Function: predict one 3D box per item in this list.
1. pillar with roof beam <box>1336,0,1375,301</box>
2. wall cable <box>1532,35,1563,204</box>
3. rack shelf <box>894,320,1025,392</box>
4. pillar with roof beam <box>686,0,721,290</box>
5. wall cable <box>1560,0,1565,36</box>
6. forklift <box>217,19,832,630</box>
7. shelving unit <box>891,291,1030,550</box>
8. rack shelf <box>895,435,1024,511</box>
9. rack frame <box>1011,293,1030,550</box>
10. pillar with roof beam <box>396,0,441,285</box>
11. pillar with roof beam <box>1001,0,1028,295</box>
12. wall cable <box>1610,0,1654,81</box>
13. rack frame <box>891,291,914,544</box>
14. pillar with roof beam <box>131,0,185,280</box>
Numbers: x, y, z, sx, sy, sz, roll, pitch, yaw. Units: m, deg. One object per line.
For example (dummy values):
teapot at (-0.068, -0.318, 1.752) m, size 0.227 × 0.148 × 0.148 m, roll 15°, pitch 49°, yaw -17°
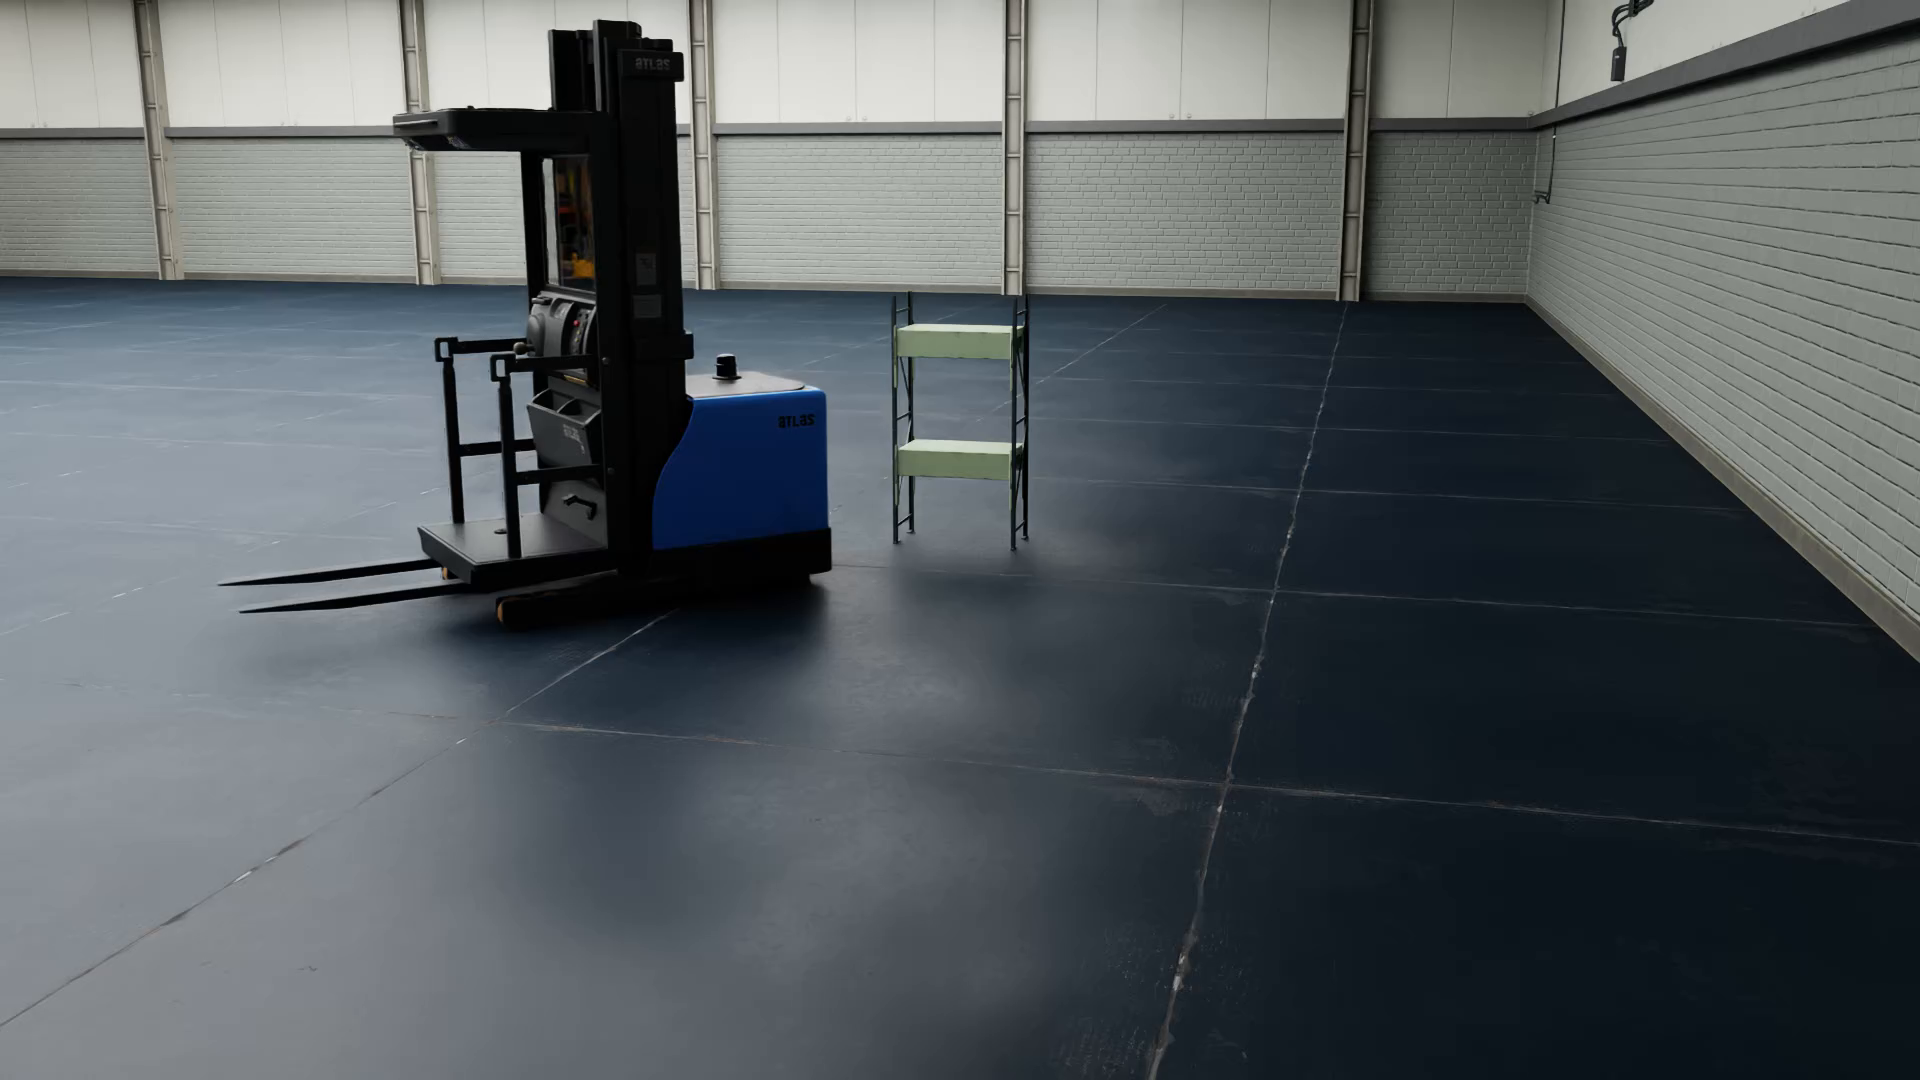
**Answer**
pillar with roof beam at (5.778, -7.697, 24.149) m, size 0.400 × 9.000 × 9.100 m, roll 3°, pitch 13°, yaw 14°
wall cable at (9.353, -6.655, 26.624) m, size 0.112 × 2.526 × 3.097 m, roll 3°, pitch 13°, yaw 14°
rack shelf at (0.006, -1.113, 9.985) m, size 0.720 × 0.370 × 0.431 m, roll 3°, pitch 13°, yaw 14°
pillar with roof beam at (-5.873, -8.320, 26.956) m, size 0.400 × 9.000 × 9.100 m, roll 3°, pitch 13°, yaw 14°
wall cable at (8.704, -8.552, 23.513) m, size 0.112 × 2.526 × 3.097 m, roll 3°, pitch 13°, yaw 14°
forklift at (-2.230, -1.115, 8.494) m, size 3.031 × 2.935 × 1.130 m, roll -8°, pitch 15°, yaw -31°
shelving unit at (0.006, -0.732, 10.070) m, size 0.755 × 1.500 × 0.431 m, roll 3°, pitch 13°, yaw 14°
rack shelf at (0.006, -0.414, 10.140) m, size 0.720 × 0.370 × 0.431 m, roll 3°, pitch 13°, yaw 14°
rack frame at (0.362, -0.713, 9.984) m, size 0.023 × 1.500 × 0.400 m, roll 3°, pitch 13°, yaw 14°
pillar with roof beam at (-11.698, -8.631, 28.360) m, size 0.400 × 9.000 × 9.100 m, roll 3°, pitch 13°, yaw 14°
pillar with roof beam at (-0.047, -8.008, 25.553) m, size 0.400 × 9.000 × 9.100 m, roll 3°, pitch 13°, yaw 14°
wall cable at (7.063, -7.836, 16.925) m, size 0.169 × 6.003 × 2.305 m, roll 3°, pitch 13°, yaw 14°
rack frame at (-0.349, -0.751, 10.155) m, size 0.023 × 1.500 × 0.400 m, roll 3°, pitch 13°, yaw 14°
pillar with roof beam at (-17.523, -8.942, 29.763) m, size 0.400 × 9.000 × 9.100 m, roll 3°, pitch 13°, yaw 14°
